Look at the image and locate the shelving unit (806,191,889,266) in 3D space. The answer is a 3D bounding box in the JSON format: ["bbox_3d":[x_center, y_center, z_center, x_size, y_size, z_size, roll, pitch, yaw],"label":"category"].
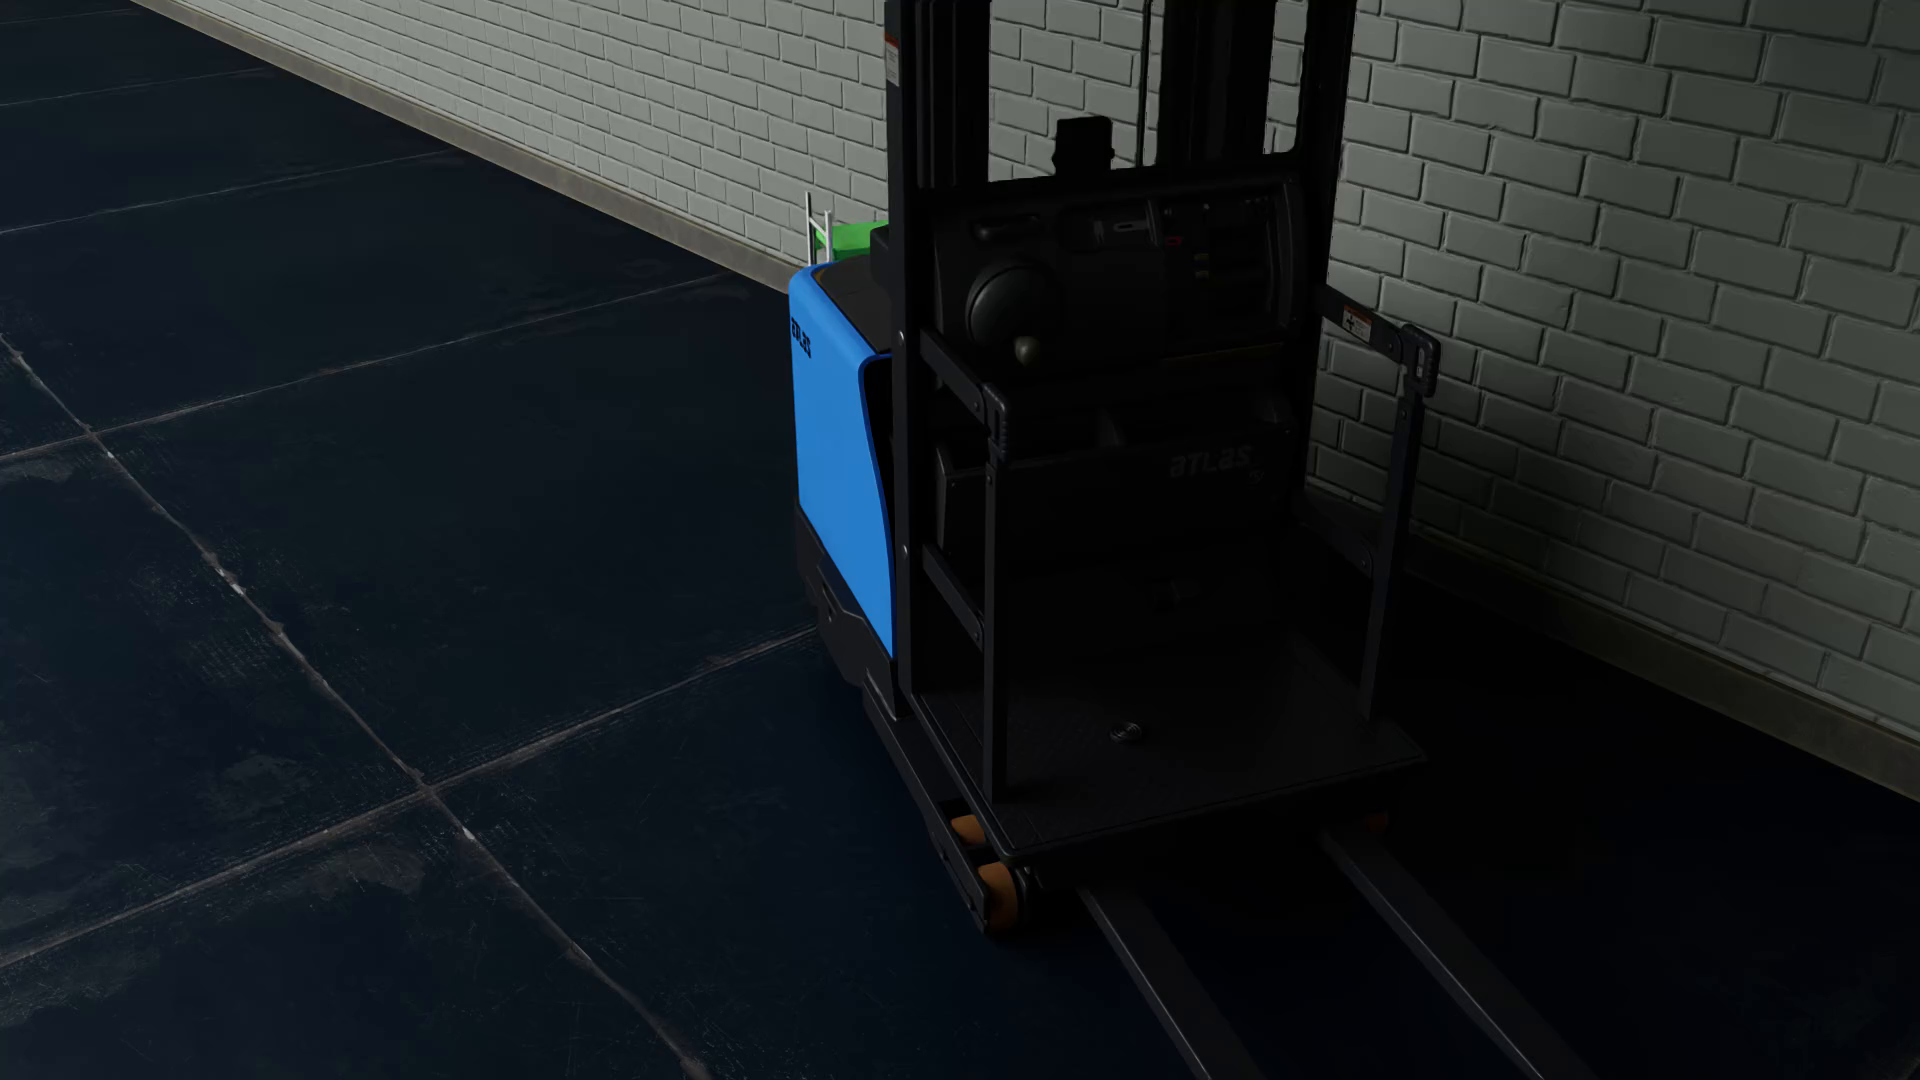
[{"bbox_3d":[-0.201,-0.539,5.413,0.503,1.200,0.258,-10,30,-18],"label":"shelving unit"}]

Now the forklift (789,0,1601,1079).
[{"bbox_3d":[0.453,-0.583,3.658,1.130,2.935,3.031,-10,30,-17],"label":"forklift"}]

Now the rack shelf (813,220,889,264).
[{"bbox_3d":[-0.201,-0.906,5.217,0.480,0.148,0.258,-10,30,-18],"label":"rack shelf"}]

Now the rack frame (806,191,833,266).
[{"bbox_3d":[-0.430,-0.499,5.338,0.015,1.200,0.240,-10,30,-18],"label":"rack frame"}]
